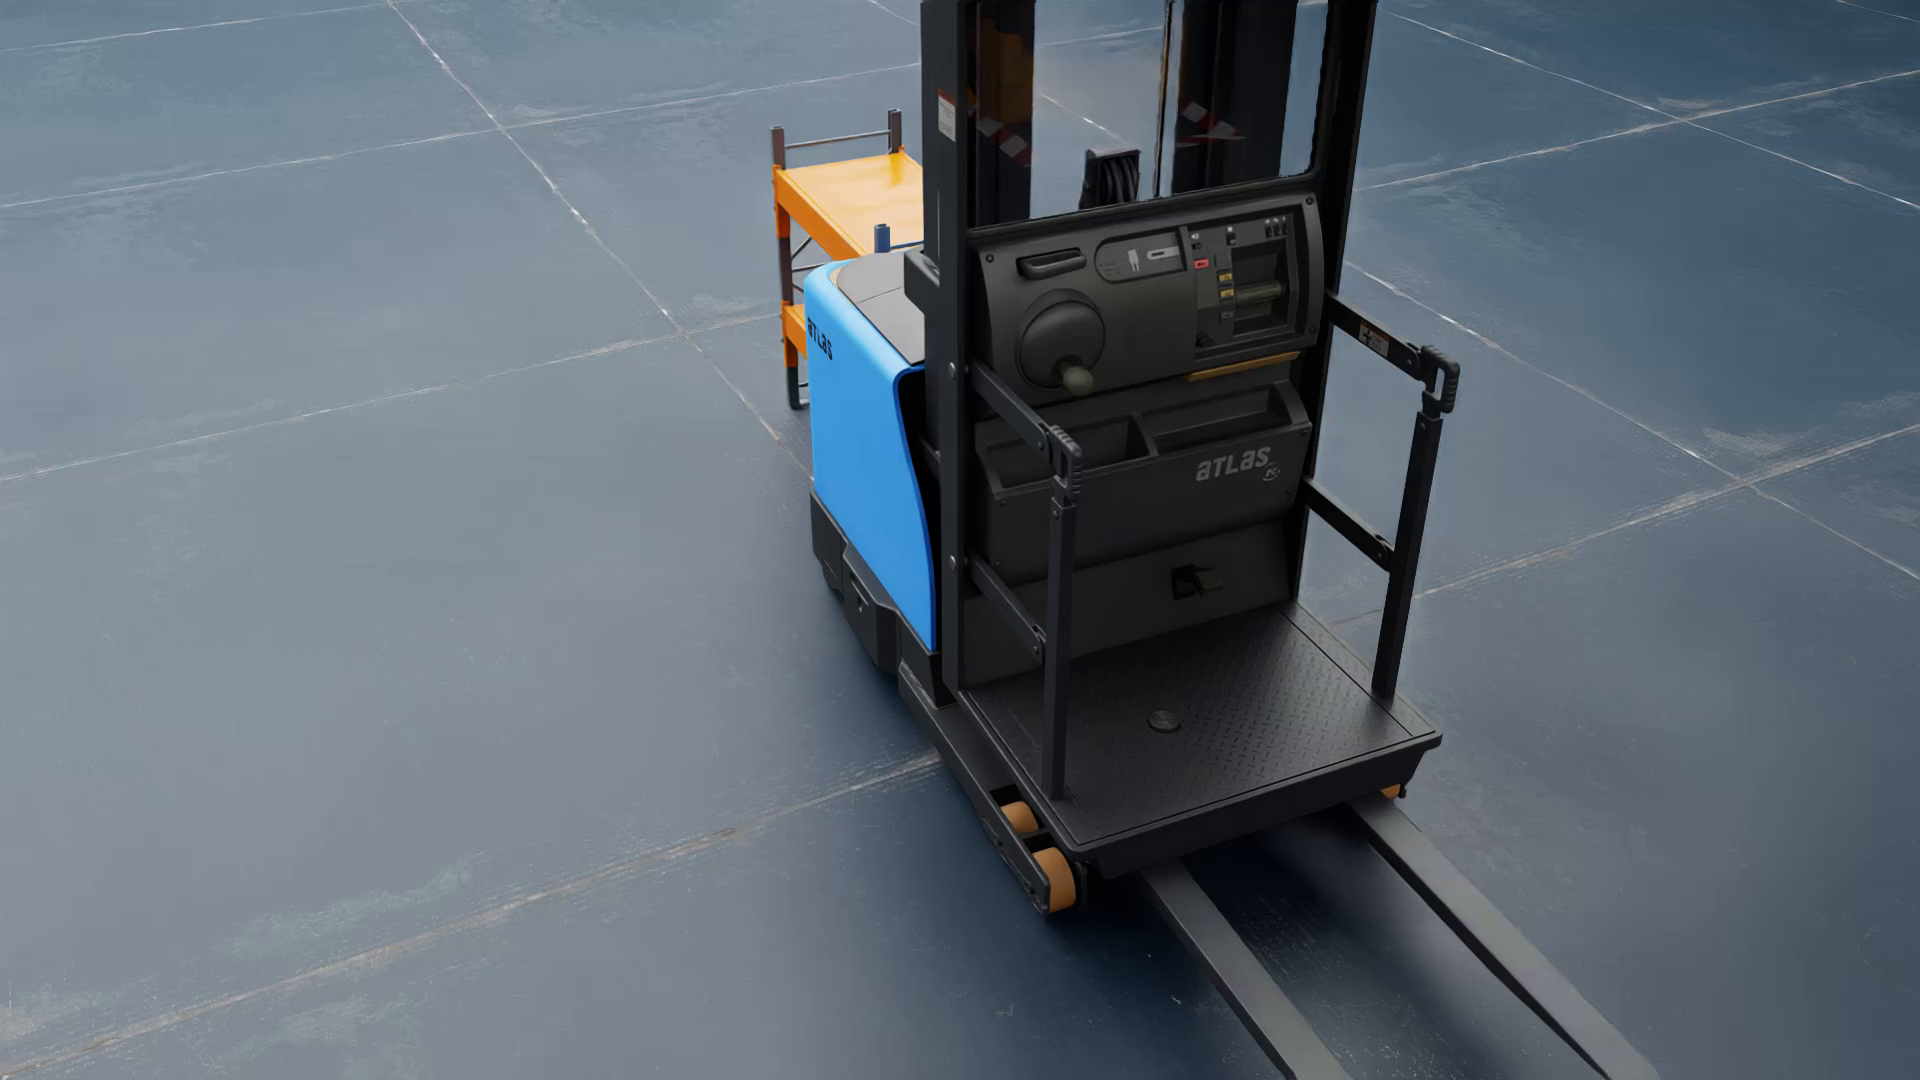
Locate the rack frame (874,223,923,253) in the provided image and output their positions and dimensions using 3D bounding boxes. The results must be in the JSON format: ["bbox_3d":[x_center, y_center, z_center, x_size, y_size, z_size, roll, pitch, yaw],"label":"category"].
[{"bbox_3d":[-0.036,-0.560,5.581,0.500,1.125,0.032,-14,35,-20],"label":"rack frame"}]

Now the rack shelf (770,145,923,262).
[{"bbox_3d":[-0.243,-1.057,5.814,0.538,0.278,1.000,-14,35,-20],"label":"rack shelf"}]

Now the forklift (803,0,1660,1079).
[{"bbox_3d":[0.570,-0.546,3.885,1.130,2.935,3.031,-14,35,-20],"label":"forklift"}]

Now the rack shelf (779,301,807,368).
[{"bbox_3d":[-0.243,-0.604,6.104,0.538,0.278,1.000,-14,35,-20],"label":"rack shelf"}]

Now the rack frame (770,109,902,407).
[{"bbox_3d":[-0.451,-1.061,6.363,0.500,1.125,0.032,-14,35,-20],"label":"rack frame"}]

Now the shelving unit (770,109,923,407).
[{"bbox_3d":[-0.243,-0.810,5.972,0.538,1.125,1.048,-14,35,-20],"label":"shelving unit"}]
